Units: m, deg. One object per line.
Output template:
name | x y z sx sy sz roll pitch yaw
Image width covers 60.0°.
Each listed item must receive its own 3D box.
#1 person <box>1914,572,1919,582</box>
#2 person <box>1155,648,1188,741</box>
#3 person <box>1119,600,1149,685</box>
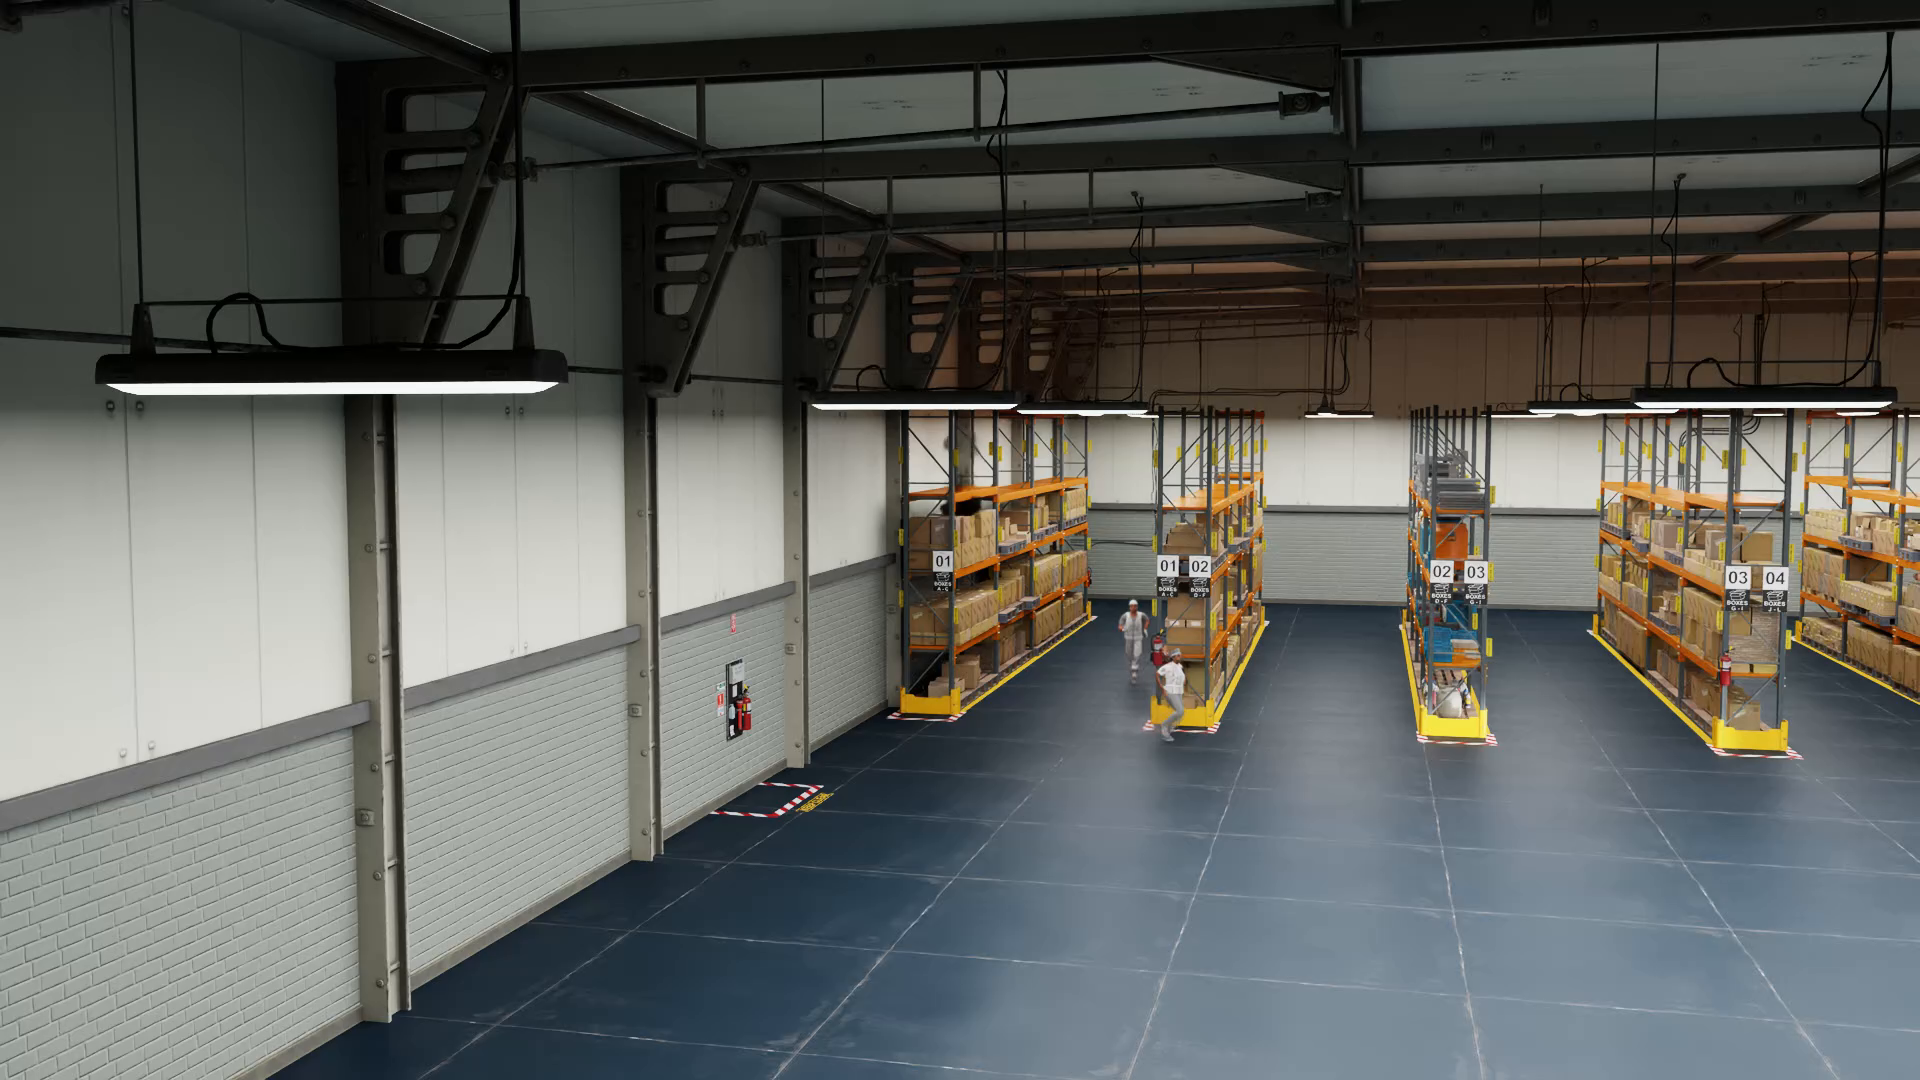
person | 25.241 1.710 43.832 0.855 1.766 0.716 1 4 11
person | 3.872 2.768 29.820 0.541 1.652 0.610 4 5 41
person | 3.810 2.210 36.496 0.655 1.811 0.991 1 4 10
